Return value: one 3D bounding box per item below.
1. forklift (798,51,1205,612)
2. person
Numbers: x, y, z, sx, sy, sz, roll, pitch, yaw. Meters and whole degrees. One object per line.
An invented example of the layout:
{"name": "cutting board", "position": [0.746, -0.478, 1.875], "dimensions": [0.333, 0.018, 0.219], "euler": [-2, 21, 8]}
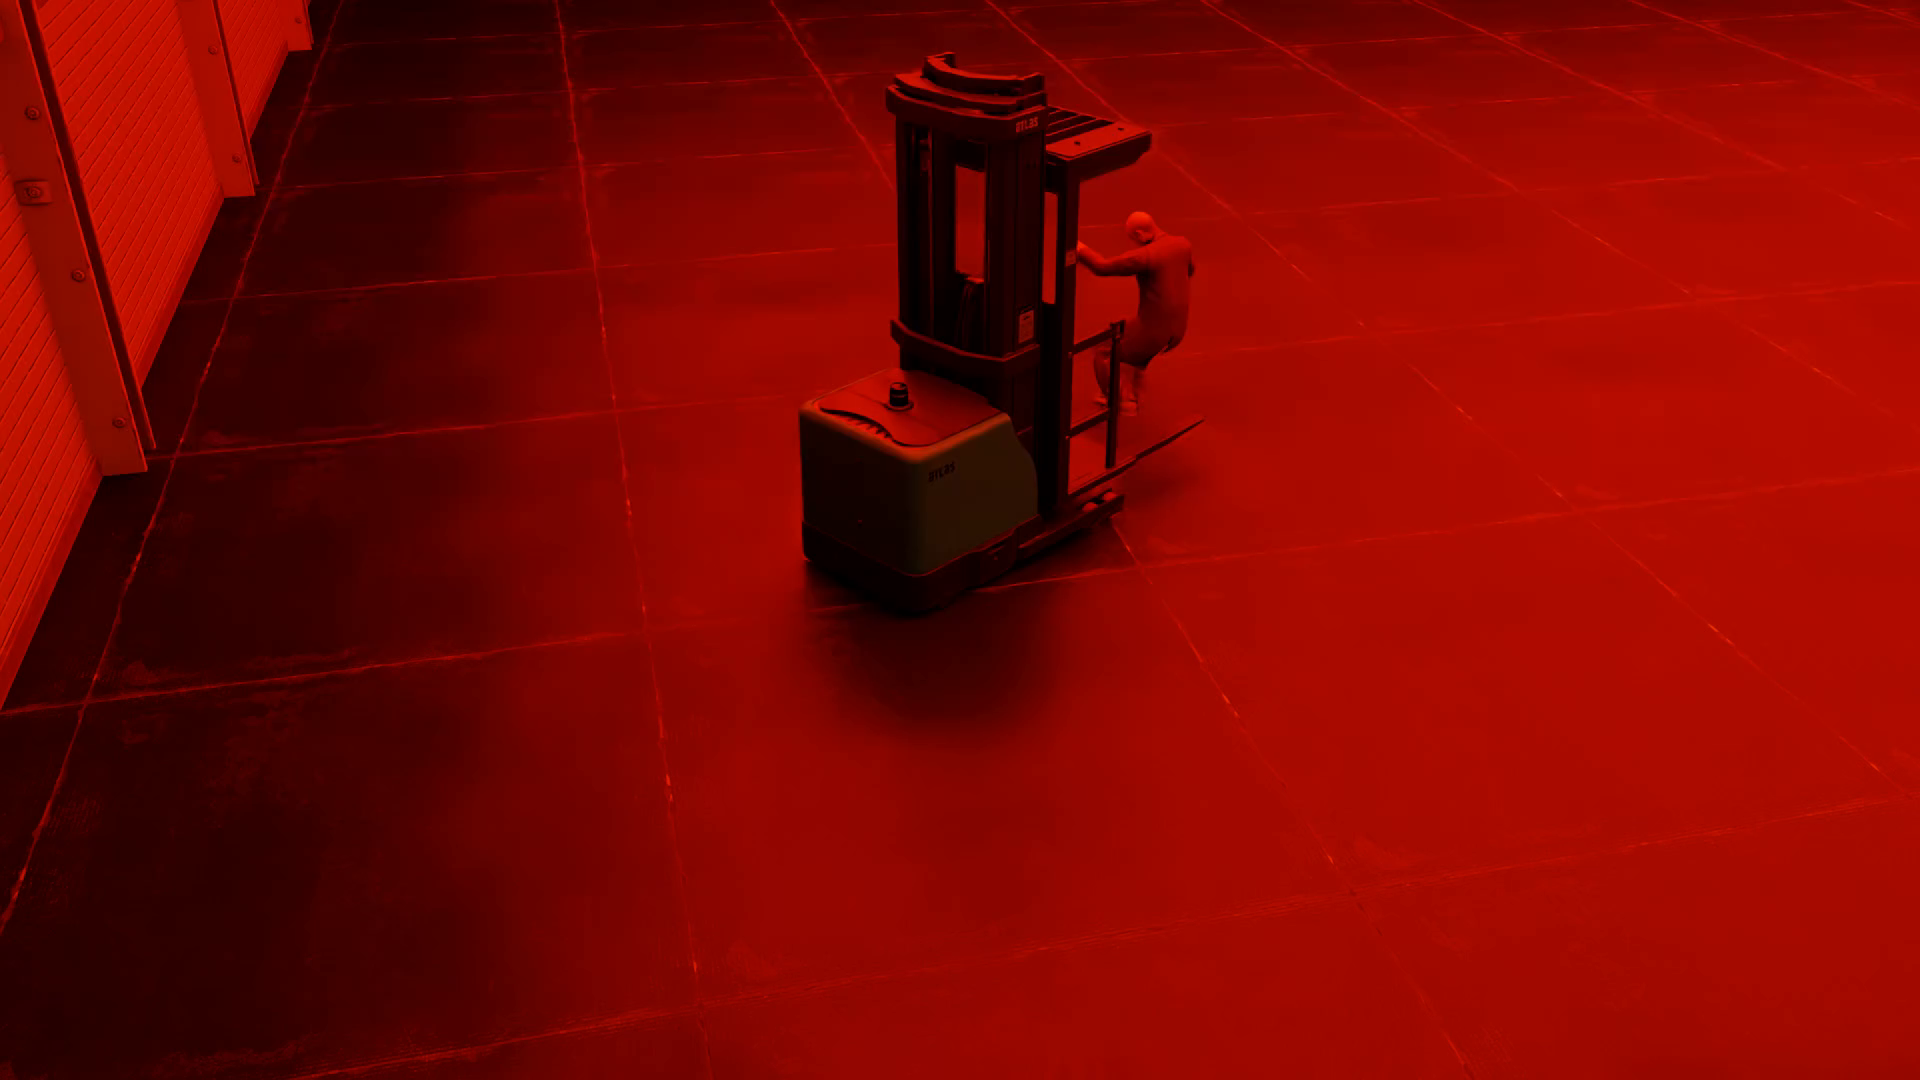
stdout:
{"name": "forklift", "position": [0.416, -1.498, 10.163], "dimensions": [1.130, 2.935, 3.031], "euler": [26, 39, 37]}
{"name": "person", "position": [1.241, -1.676, 11.939], "dimensions": [1.091, 1.428, 1.150], "euler": [-19, 35, -30]}
